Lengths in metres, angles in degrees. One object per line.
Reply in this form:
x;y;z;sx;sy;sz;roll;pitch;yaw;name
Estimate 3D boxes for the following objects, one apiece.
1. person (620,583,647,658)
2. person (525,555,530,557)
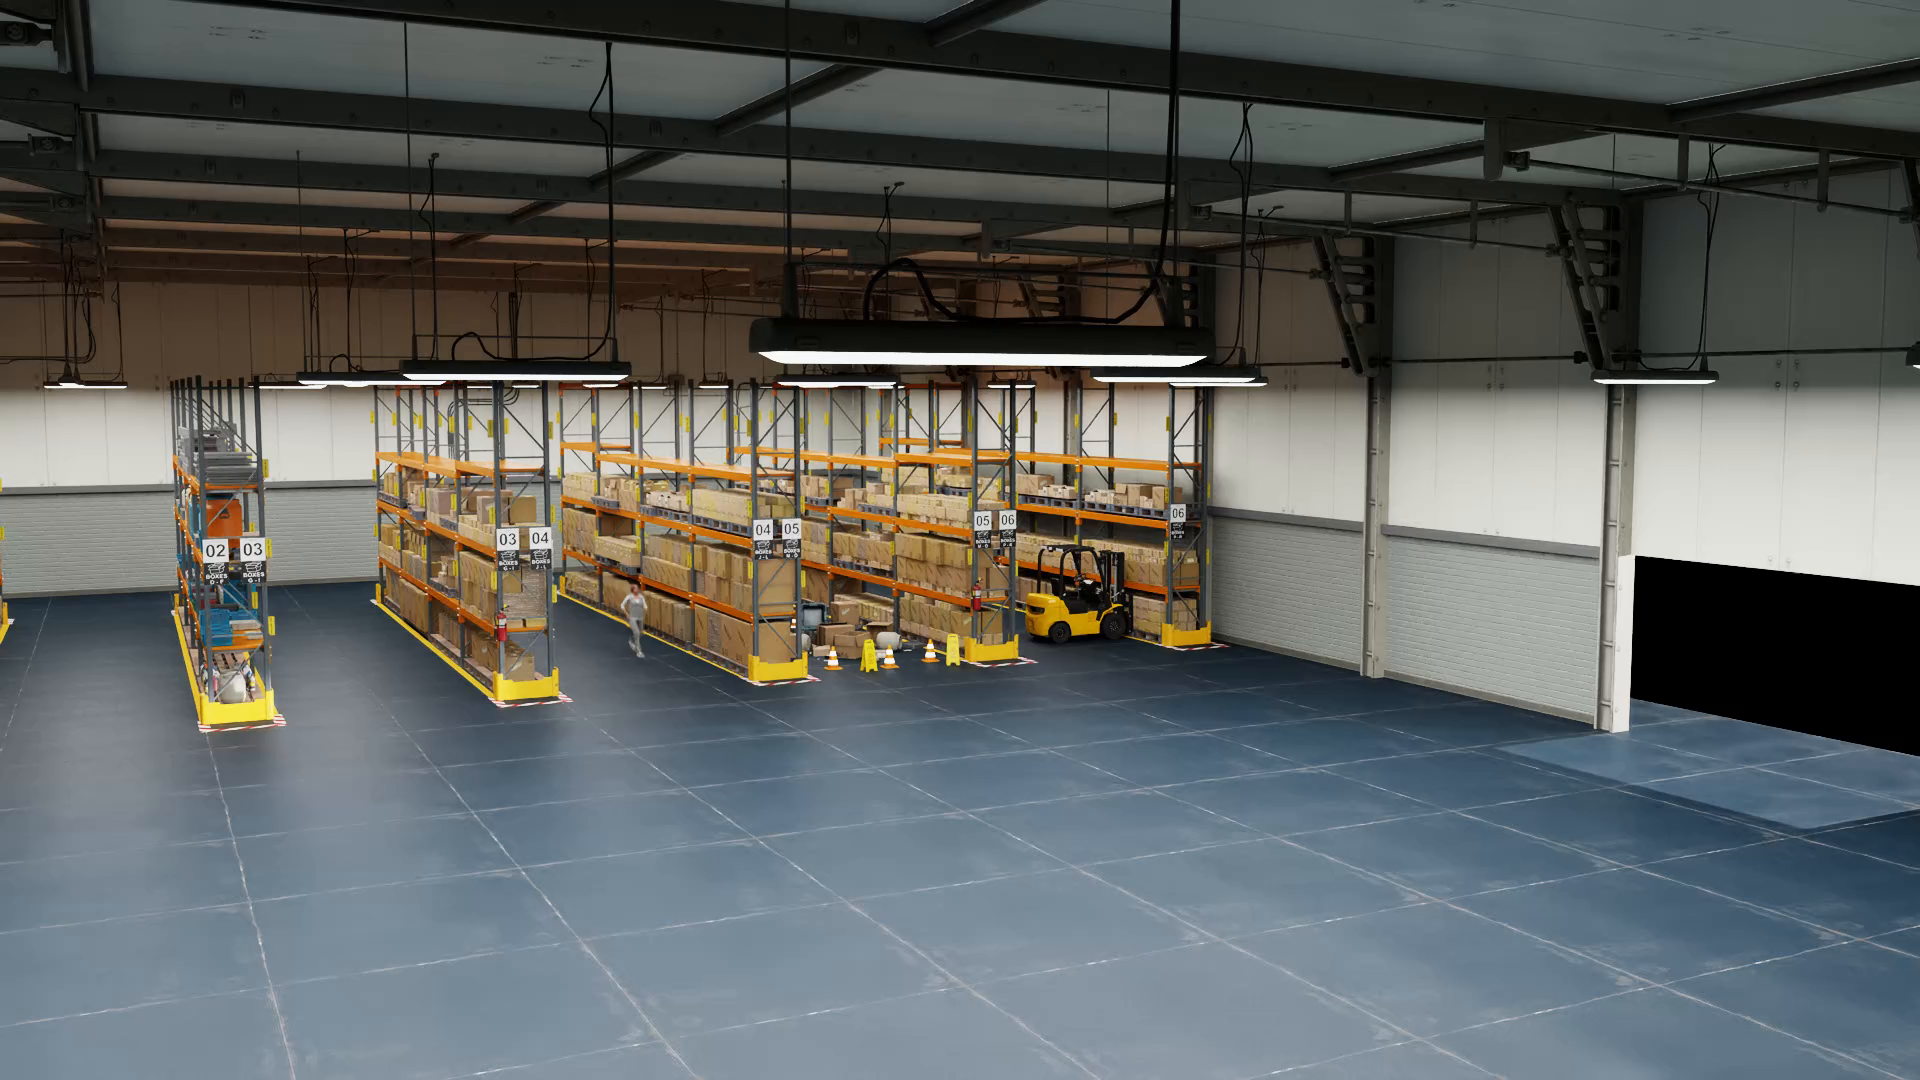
-7.041;1.724;36.038;0.546;1.572;0.841;-4;6;-36;person
-12.407;0.714;46.626;0.738;1.762;0.970;0;5;1;person
